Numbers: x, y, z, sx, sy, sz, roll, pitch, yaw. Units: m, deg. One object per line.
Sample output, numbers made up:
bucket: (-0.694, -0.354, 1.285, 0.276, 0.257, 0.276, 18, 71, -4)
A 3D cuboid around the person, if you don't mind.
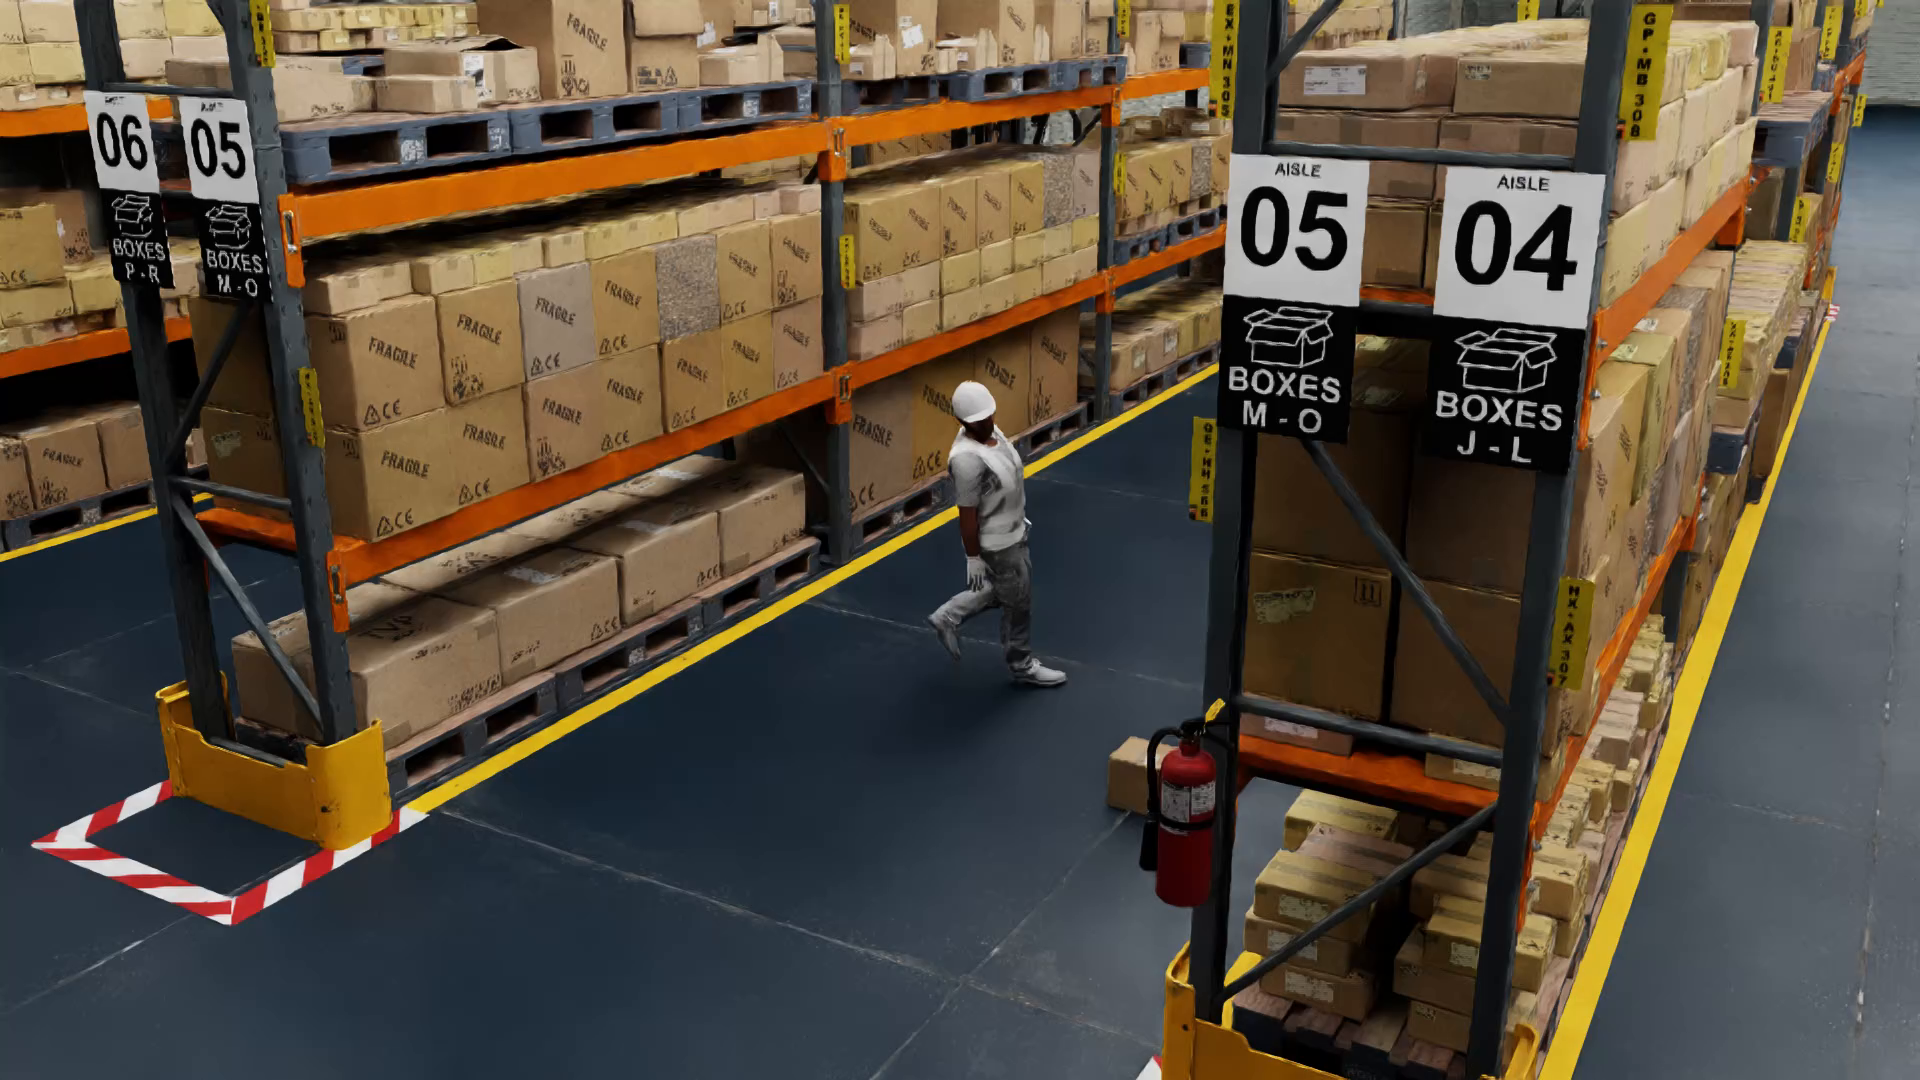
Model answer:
person: (0.181, -0.012, 8.655, 0.766, 1.726, 0.619, 3, 19, 9)
